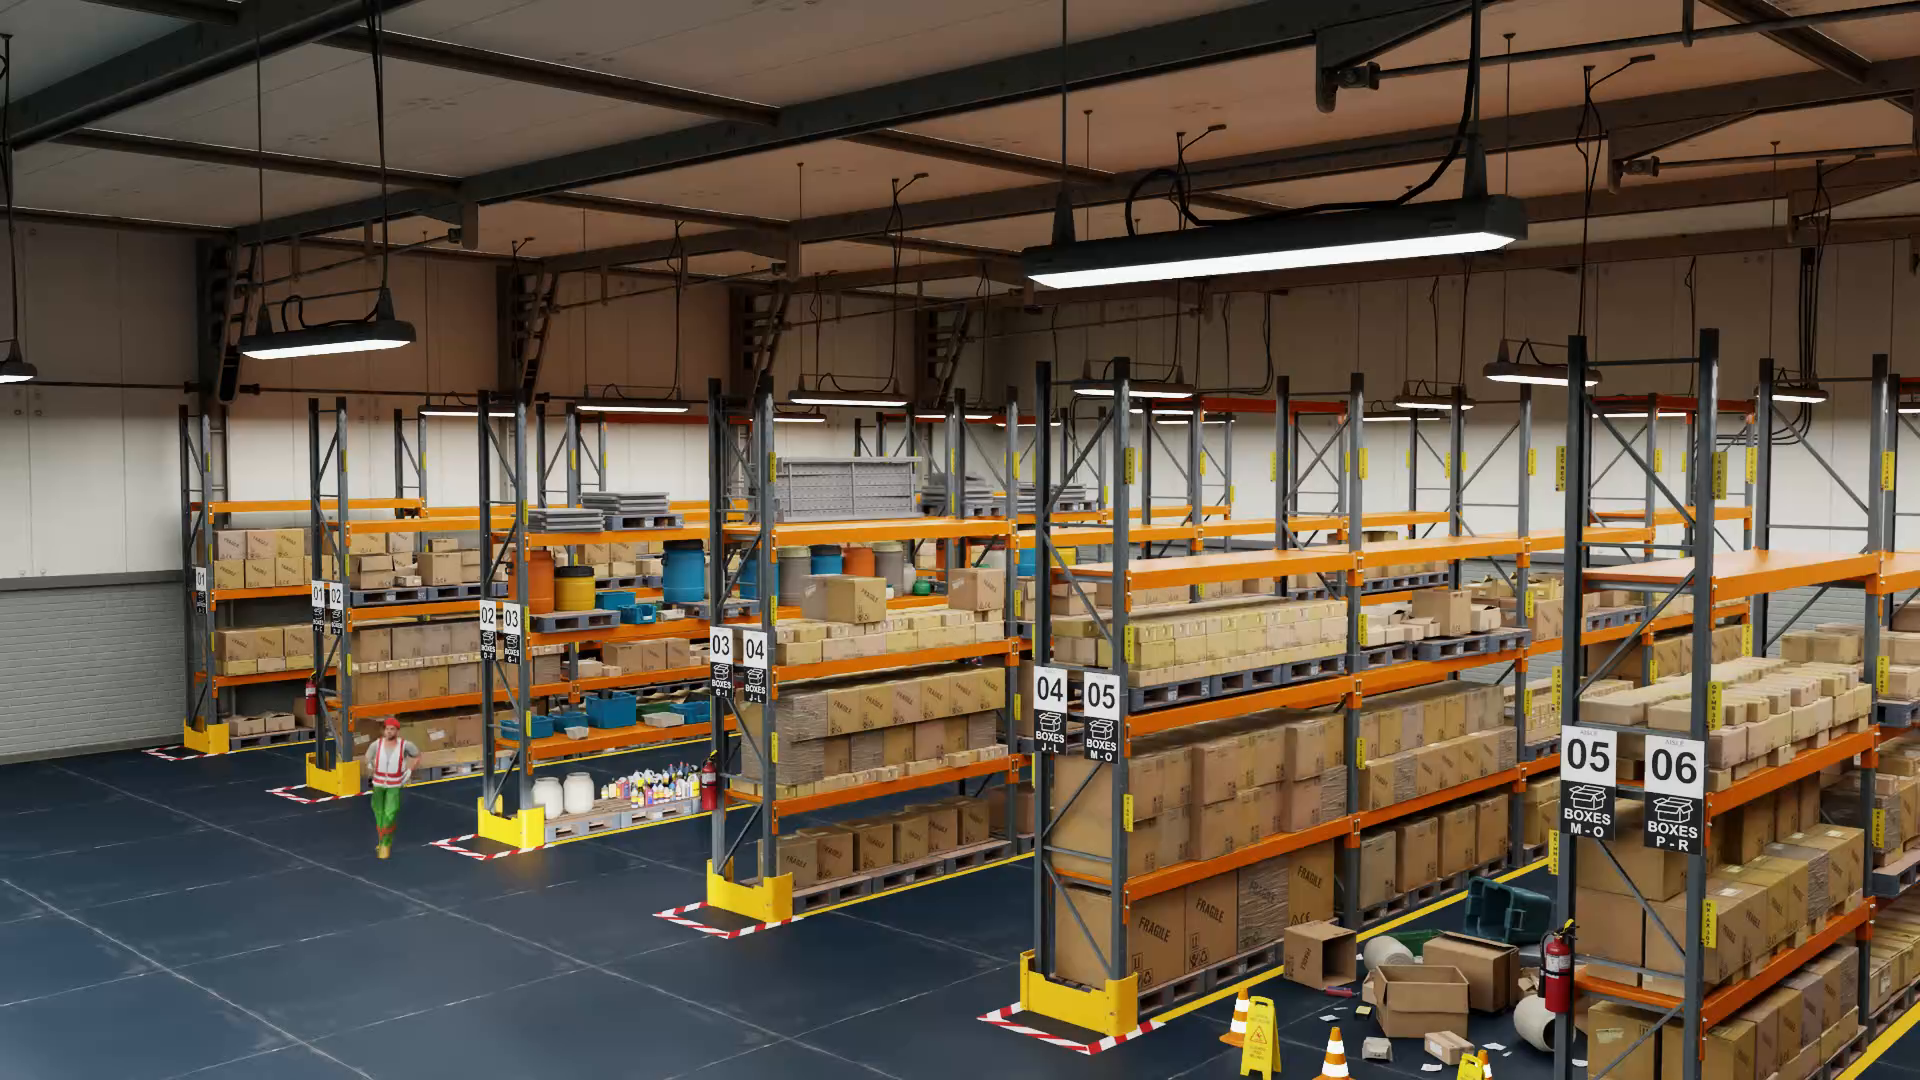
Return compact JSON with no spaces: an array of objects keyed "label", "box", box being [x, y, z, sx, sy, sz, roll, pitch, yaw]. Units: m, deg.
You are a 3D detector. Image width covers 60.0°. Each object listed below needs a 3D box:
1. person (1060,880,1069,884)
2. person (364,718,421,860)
[{"label":"person","box":[1.279,3.398,18.102,0.580,1.629,0.686,2,3,30]},{"label":"person","box":[-7.267,3.172,21.204,0.653,1.819,0.722,0,3,-1]}]
